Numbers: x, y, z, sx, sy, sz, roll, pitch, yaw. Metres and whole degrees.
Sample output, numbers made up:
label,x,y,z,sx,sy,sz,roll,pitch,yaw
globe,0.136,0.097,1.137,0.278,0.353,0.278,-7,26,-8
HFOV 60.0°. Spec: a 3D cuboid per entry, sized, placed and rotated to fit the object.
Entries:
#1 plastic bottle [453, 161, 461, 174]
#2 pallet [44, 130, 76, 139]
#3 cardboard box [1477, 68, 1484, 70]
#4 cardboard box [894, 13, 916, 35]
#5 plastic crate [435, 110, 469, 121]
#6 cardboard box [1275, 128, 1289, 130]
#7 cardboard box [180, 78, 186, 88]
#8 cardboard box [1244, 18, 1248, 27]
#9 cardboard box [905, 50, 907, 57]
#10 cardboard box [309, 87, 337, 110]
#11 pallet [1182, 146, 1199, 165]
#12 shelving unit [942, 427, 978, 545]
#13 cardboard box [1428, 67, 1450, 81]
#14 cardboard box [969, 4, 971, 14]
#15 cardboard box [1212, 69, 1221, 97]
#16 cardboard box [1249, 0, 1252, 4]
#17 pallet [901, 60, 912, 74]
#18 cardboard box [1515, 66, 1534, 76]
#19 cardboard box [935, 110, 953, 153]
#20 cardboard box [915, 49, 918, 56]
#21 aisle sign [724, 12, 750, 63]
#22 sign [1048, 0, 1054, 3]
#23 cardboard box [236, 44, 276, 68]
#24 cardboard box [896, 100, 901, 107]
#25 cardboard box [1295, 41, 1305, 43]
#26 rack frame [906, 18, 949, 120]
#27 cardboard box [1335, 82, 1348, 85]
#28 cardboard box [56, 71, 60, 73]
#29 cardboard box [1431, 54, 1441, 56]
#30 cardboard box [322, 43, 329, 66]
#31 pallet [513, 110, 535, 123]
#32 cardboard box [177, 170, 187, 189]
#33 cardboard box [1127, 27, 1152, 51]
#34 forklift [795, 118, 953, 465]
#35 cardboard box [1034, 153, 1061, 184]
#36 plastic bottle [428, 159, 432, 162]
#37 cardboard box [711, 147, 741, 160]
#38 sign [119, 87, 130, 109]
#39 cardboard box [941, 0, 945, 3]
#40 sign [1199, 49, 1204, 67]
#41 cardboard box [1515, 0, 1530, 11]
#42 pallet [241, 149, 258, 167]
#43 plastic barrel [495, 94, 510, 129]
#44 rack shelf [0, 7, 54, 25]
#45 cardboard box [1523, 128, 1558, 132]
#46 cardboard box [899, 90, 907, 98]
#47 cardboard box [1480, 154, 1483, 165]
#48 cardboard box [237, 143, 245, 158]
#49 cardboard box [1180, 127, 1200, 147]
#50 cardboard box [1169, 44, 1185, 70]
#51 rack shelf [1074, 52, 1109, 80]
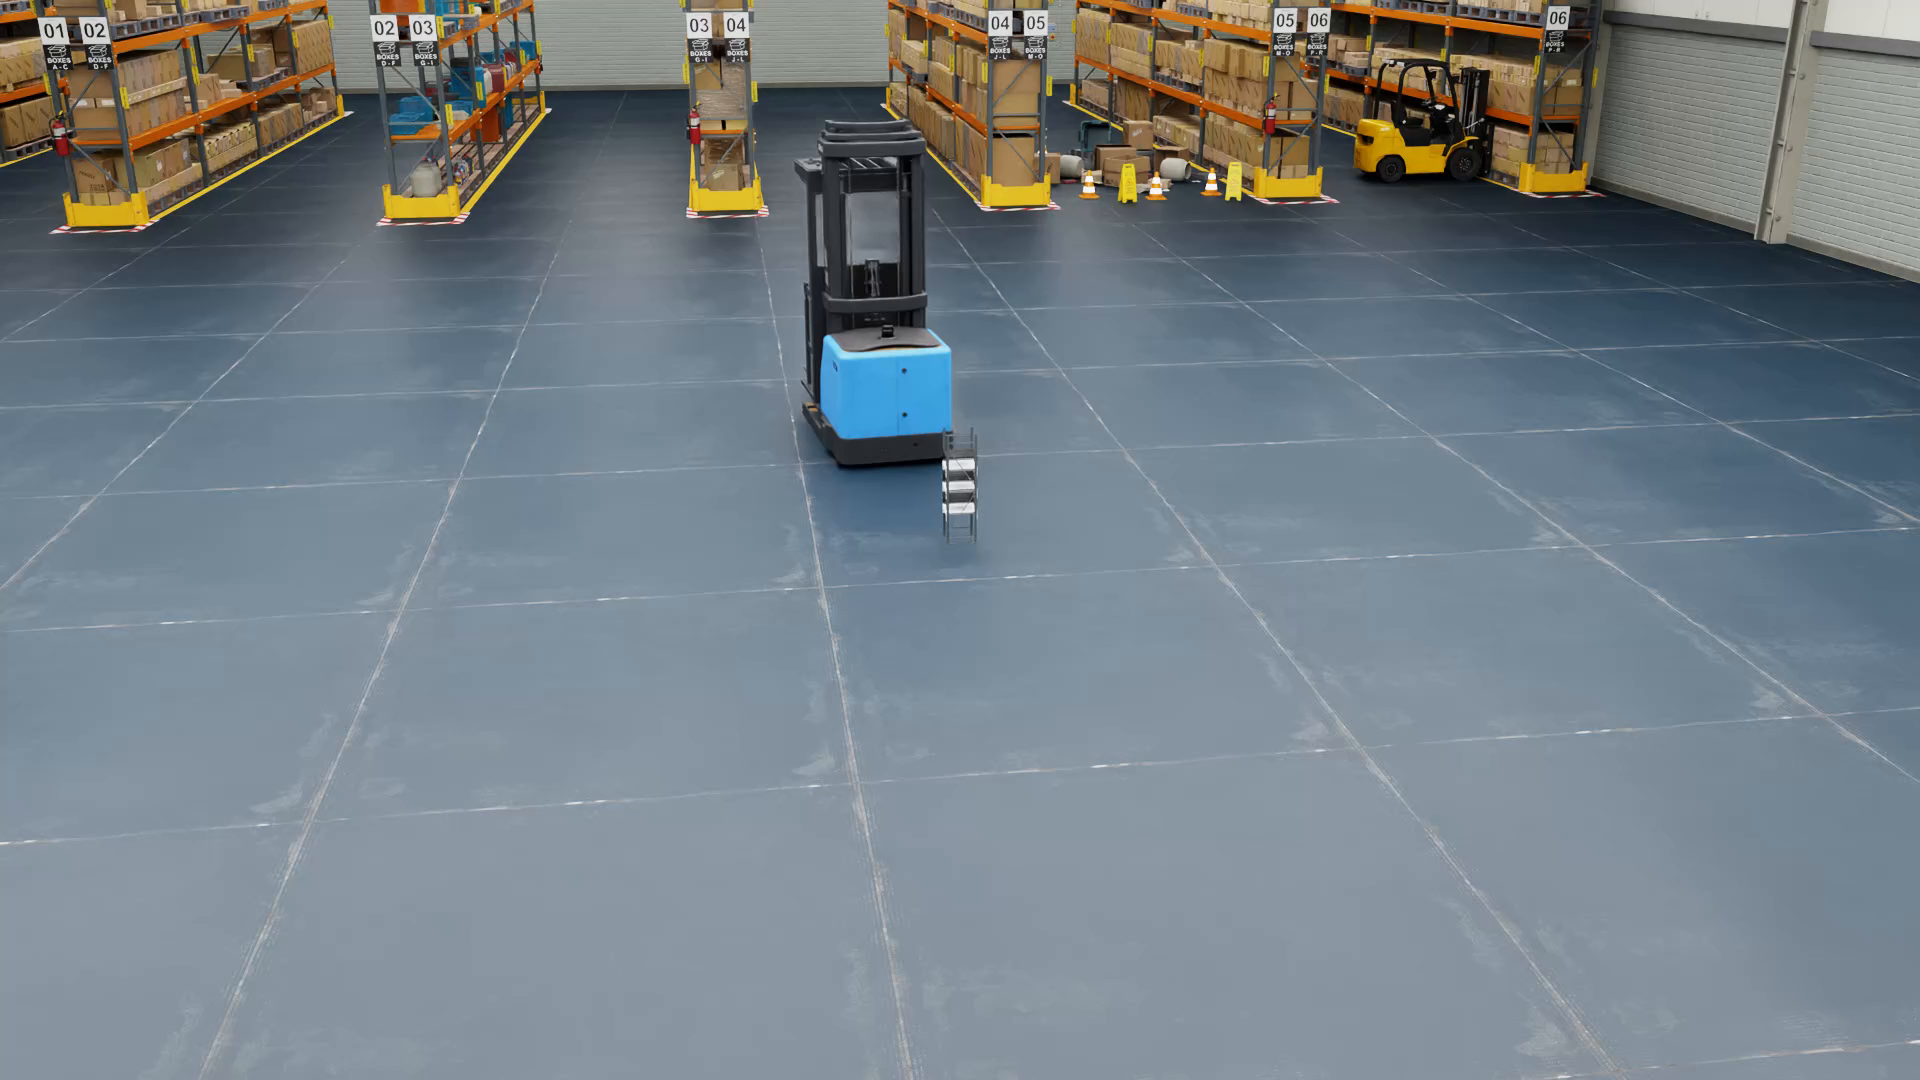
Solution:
label,x,y,z,sx,sy,sz,roll,pitch,yaw
plastic bottle,-9.177,-6.796,30.390,0.152,0.276,0.135,-3,21,-8
pallet,-20.211,-8.858,36.631,1.003,0.211,1.213,-3,21,-8
cardboard box,10.121,-8.941,31.798,0.380,0.149,0.250,-4,21,-9
cardboard box,-1.335,-12.731,41.018,0.500,0.500,0.500,-4,21,-9
plastic crate,-8.955,-7.484,29.345,0.530,0.136,0.437,-3,21,-8
cardboard box,5.854,-7.438,31.102,0.500,0.500,0.500,-3,21,-7
cardboard box,-14.091,-8.176,29.750,0.380,0.149,0.250,-3,21,-8
cardboard box,5.359,-9.364,30.072,0.380,0.149,0.250,-3,21,-9
cardboard box,-1.053,-11.182,38.202,0.380,0.149,0.250,-4,21,-10
cardboard box,-15.750,-10.923,41.118,0.500,0.500,0.500,-3,21,-8
pallet,5.154,-7.870,33.986,1.003,0.211,1.213,-3,21,-8
shelving unit,-0.001,-0.424,13.066,0.258,0.900,0.210,-3,21,-8
cardboard box,9.855,-9.480,33.810,0.500,0.250,0.500,-3,21,-9
cardboard box,0.358,-9.395,29.411,0.380,0.149,0.250,-3,21,-7
cardboard box,5.151,-8.754,31.800,0.500,0.500,0.500,-3,21,-8
cardboard box,5.424,-9.731,29.916,0.380,0.149,0.250,-4,21,-9
pallet,-0.803,-11.030,38.736,1.003,0.211,1.213,-3,21,-8
cardboard box,10.365,-8.550,30.326,0.380,0.149,0.250,-2,21,-7
cardboard box,0.070,-8.310,33.793,1.050,0.750,0.750,-3,21,-8
cardboard box,-0.789,-10.689,36.457,0.380,0.149,0.250,-2,21,-6
aisle sign,-3.656,-8.234,27.259,0.394,0.787,0.004,-3,21,-8
sign,1.511,-9.115,27.684,0.100,0.325,0.005,-3,21,-8
cardboard box,-15.648,-10.747,36.960,0.700,0.500,0.500,-10,23,-26
cardboard box,-1.416,-11.000,41.856,0.380,0.149,0.250,-4,21,-10
cardboard box,8.565,-12.508,42.206,0.500,0.250,0.500,-3,21,-8
rack frame,-0.769,-11.392,39.431,1.000,3.000,0.127,-3,21,-8
cardboard box,9.364,-11.145,40.815,0.380,0.149,0.250,-4,21,-10
cardboard box,-20.081,-10.476,36.381,0.500,0.500,0.500,-3,21,-9
cardboard box,10.167,-10.172,35.094,0.380,0.149,0.250,-3,21,-7
cardboard box,-15.660,-11.790,40.352,0.500,0.500,0.500,-3,21,-7
pallet,-10.917,-10.297,40.484,1.003,0.211,1.213,-3,21,-8
cardboard box,-13.910,-6.322,29.185,0.500,0.250,0.500,-3,21,-8
cardboard box,4.145,-11.498,38.142,0.500,0.500,0.500,-3,21,-9
forklift,-0.929,-2.522,15.781,1.130,2.935,3.031,-5,21,-14
cardboard box,1.623,-6.967,31.151,0.500,0.500,0.500,1,20,2
plastic bottle,-9.754,-6.845,30.519,0.152,0.276,0.135,-2,21,-6
cardboard box,-4.263,-6.883,30.331,0.500,0.500,0.500,-5,21,-13
sign,-13.215,-6.992,26.300,0.100,0.325,0.005,-3,21,-8
cardboard box,-0.086,-10.825,33.010,0.500,0.311,0.500,-4,21,-10
sign,4.719,-9.420,32.496,0.100,0.325,0.005,-3,21,-8
cardboard box,10.299,-9.719,30.113,0.396,0.266,0.258,-3,21,-8
pallet,-14.839,-7.700,33.532,1.003,0.211,1.213,-3,21,-8
plastic barrel,-10.430,-9.707,37.316,0.600,0.901,0.708,-3,21,-8
rack shelf,-20.108,-10.803,34.595,1.077,0.370,4.000,-3,21,-8
cardboard box,10.798,-7.500,30.909,0.500,0.250,0.500,-3,21,-8
cardboard box,-1.288,-10.997,40.998,0.380,0.149,0.250,-4,21,-10
cardboard box,10.153,-7.354,31.949,0.500,0.250,0.500,-2,21,-6
cardboard box,-14.454,-7.680,32.821,0.500,0.250,0.500,-2,21,-7
cardboard box,5.083,-8.303,34.315,0.950,0.372,0.625,-2,21,-4
cardboard box,4.692,-10.144,34.920,0.500,0.500,0.500,-3,21,-7
rack shelf,3.826,-12.032,42.173,1.077,0.370,4.000,-3,21,-8
